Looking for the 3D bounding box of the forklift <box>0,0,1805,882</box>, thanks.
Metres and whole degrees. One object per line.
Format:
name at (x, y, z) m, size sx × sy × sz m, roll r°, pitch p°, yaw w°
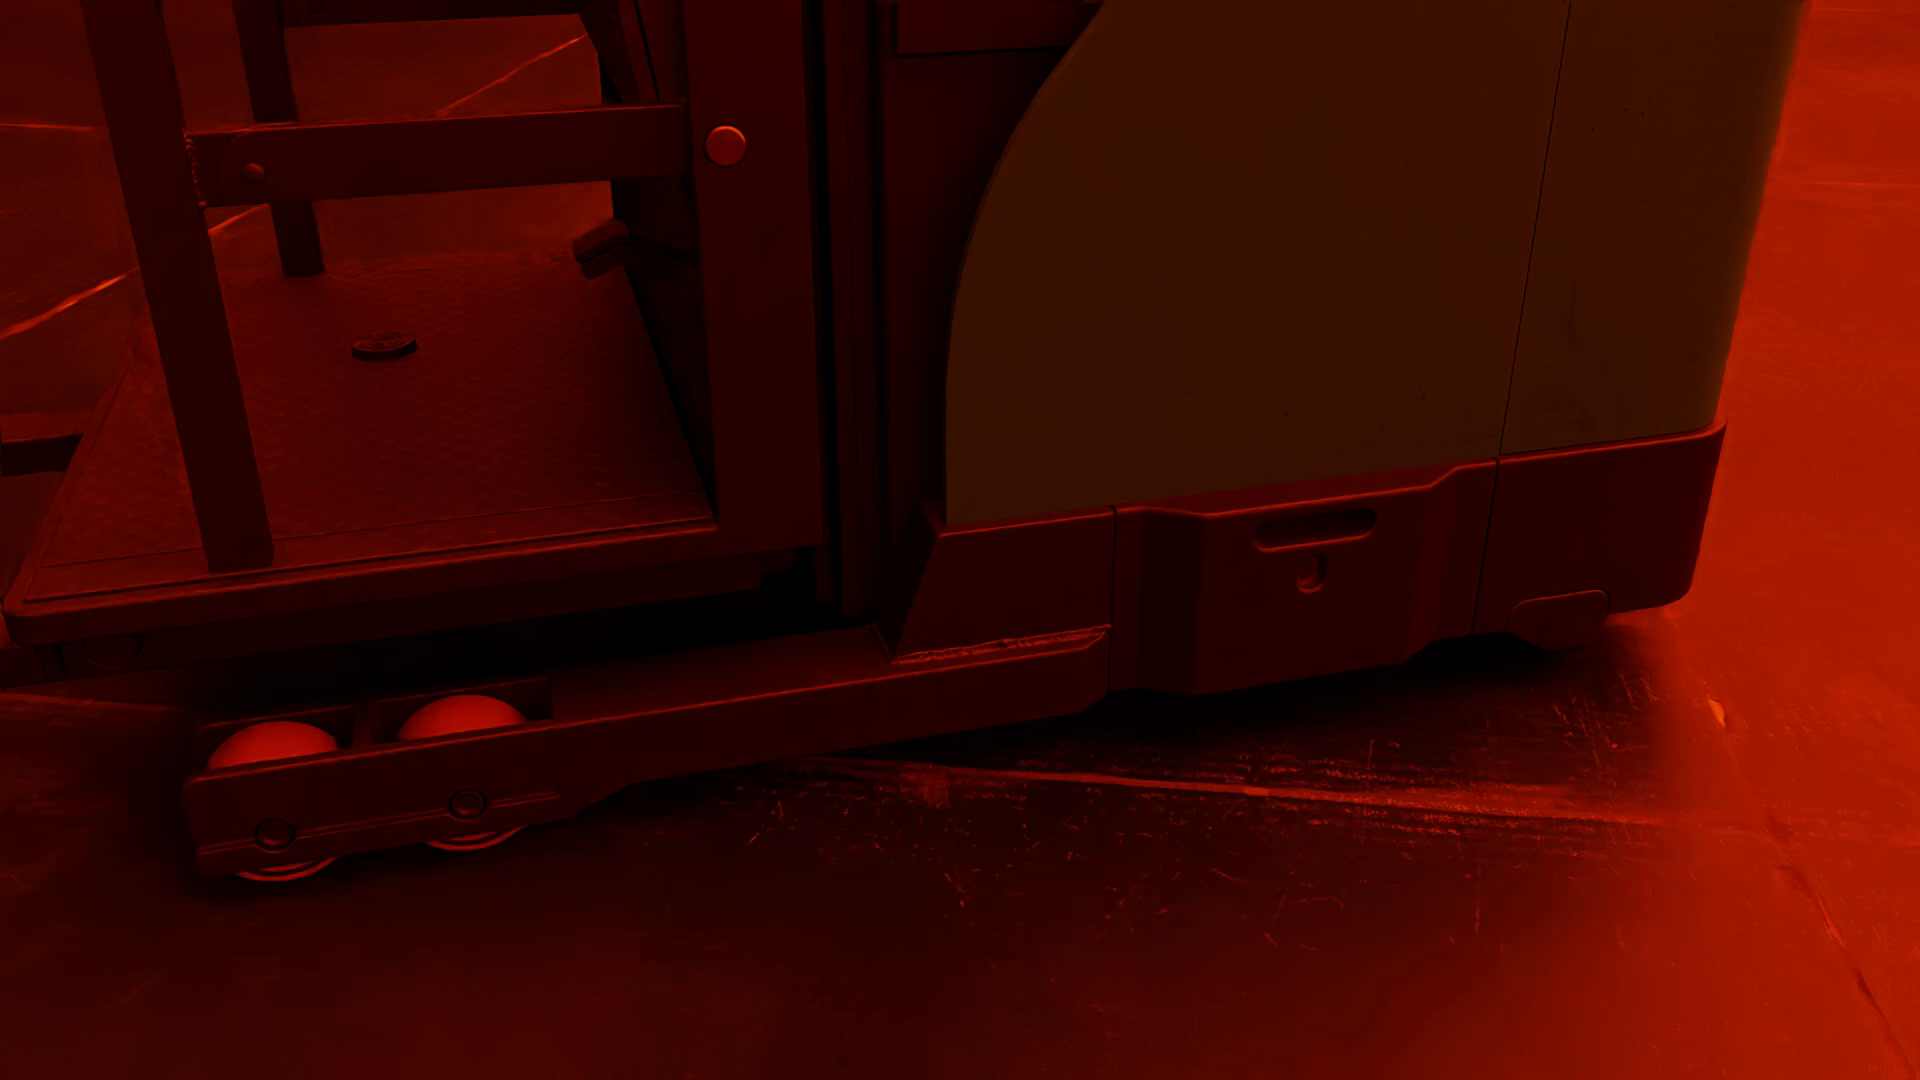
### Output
forklift at (-0.593, -1.211, 1.644) m, size 3.031 × 2.935 × 1.130 m, roll -7°, pitch 27°, yaw -14°
